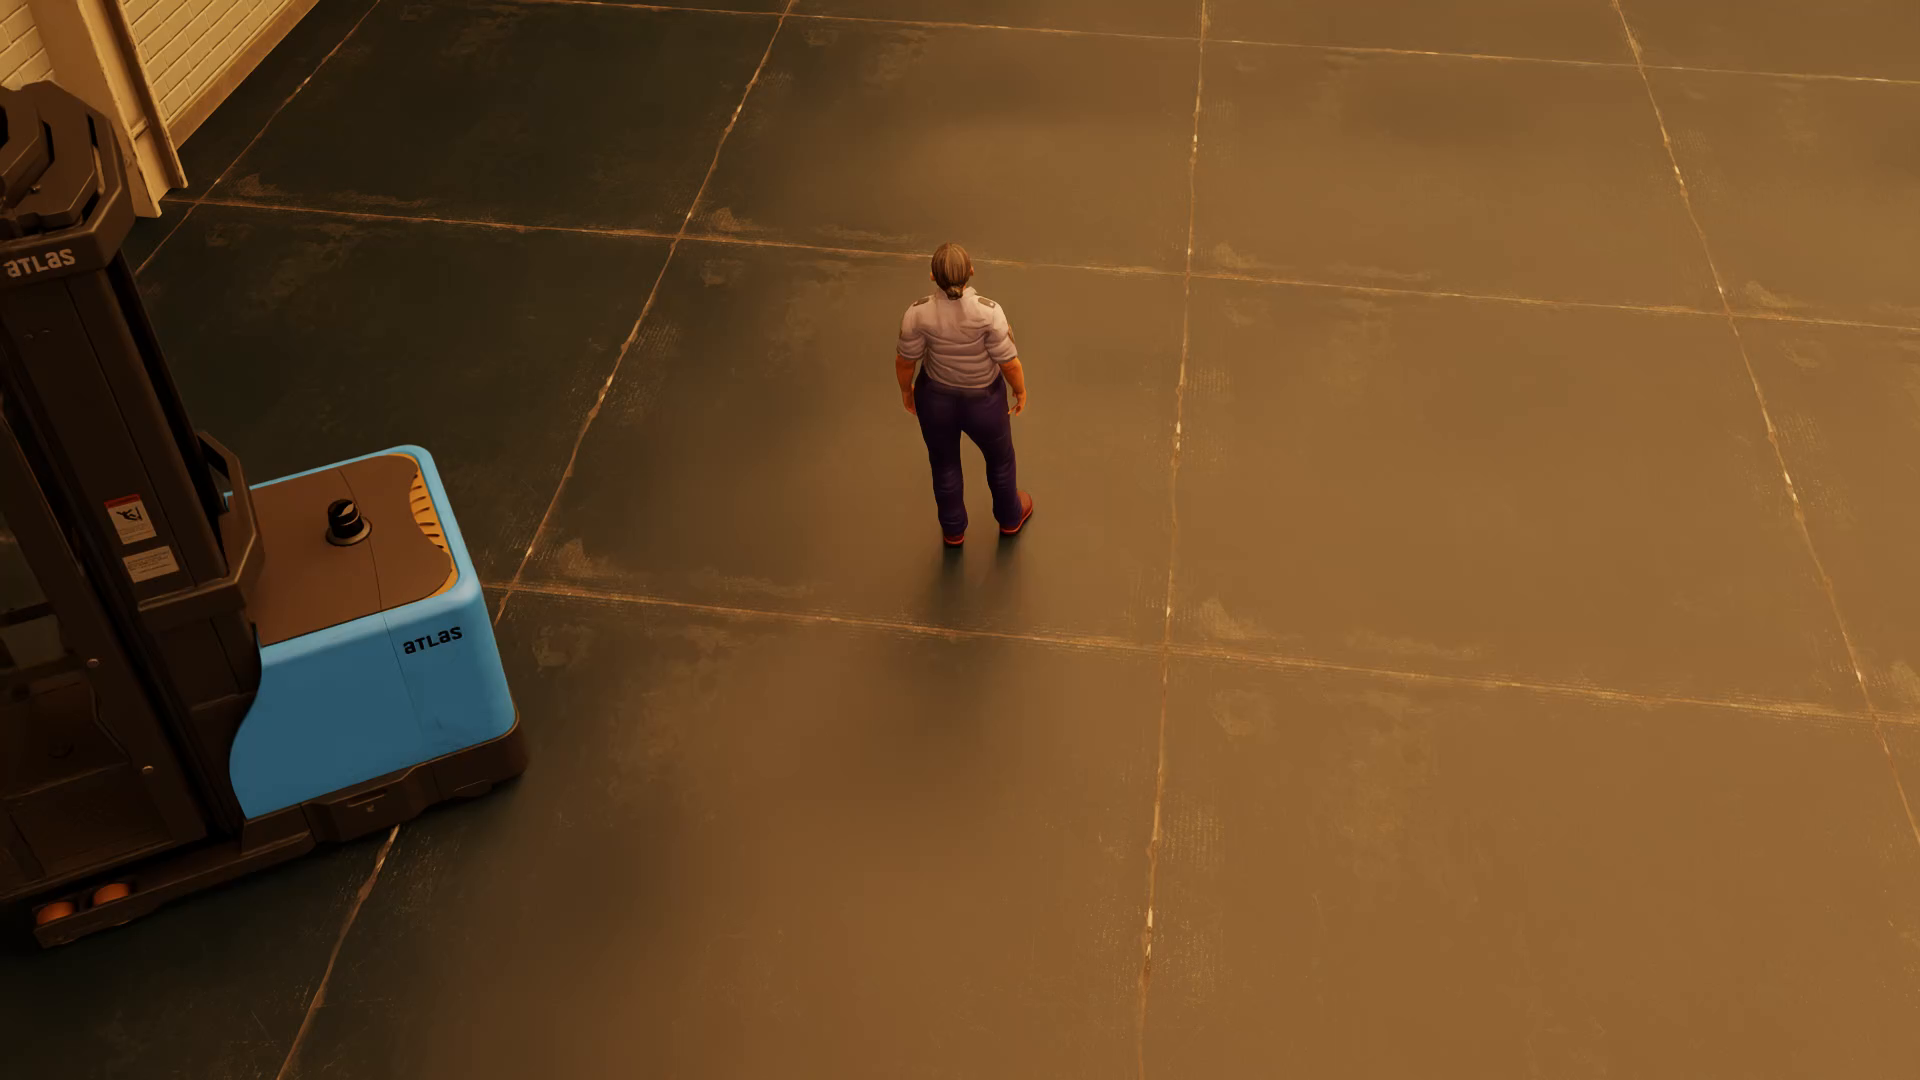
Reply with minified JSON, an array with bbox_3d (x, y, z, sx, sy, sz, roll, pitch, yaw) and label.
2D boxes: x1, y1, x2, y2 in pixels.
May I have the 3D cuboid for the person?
[{"bbox_3d":[0.035,-0.667,7.395,0.598,1.643,0.502,5,43,6],"label":"person"}]

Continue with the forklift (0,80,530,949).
[{"bbox_3d":[-3.321,0.026,5.696,3.031,2.935,1.130,-18,45,-18],"label":"forklift"}]
